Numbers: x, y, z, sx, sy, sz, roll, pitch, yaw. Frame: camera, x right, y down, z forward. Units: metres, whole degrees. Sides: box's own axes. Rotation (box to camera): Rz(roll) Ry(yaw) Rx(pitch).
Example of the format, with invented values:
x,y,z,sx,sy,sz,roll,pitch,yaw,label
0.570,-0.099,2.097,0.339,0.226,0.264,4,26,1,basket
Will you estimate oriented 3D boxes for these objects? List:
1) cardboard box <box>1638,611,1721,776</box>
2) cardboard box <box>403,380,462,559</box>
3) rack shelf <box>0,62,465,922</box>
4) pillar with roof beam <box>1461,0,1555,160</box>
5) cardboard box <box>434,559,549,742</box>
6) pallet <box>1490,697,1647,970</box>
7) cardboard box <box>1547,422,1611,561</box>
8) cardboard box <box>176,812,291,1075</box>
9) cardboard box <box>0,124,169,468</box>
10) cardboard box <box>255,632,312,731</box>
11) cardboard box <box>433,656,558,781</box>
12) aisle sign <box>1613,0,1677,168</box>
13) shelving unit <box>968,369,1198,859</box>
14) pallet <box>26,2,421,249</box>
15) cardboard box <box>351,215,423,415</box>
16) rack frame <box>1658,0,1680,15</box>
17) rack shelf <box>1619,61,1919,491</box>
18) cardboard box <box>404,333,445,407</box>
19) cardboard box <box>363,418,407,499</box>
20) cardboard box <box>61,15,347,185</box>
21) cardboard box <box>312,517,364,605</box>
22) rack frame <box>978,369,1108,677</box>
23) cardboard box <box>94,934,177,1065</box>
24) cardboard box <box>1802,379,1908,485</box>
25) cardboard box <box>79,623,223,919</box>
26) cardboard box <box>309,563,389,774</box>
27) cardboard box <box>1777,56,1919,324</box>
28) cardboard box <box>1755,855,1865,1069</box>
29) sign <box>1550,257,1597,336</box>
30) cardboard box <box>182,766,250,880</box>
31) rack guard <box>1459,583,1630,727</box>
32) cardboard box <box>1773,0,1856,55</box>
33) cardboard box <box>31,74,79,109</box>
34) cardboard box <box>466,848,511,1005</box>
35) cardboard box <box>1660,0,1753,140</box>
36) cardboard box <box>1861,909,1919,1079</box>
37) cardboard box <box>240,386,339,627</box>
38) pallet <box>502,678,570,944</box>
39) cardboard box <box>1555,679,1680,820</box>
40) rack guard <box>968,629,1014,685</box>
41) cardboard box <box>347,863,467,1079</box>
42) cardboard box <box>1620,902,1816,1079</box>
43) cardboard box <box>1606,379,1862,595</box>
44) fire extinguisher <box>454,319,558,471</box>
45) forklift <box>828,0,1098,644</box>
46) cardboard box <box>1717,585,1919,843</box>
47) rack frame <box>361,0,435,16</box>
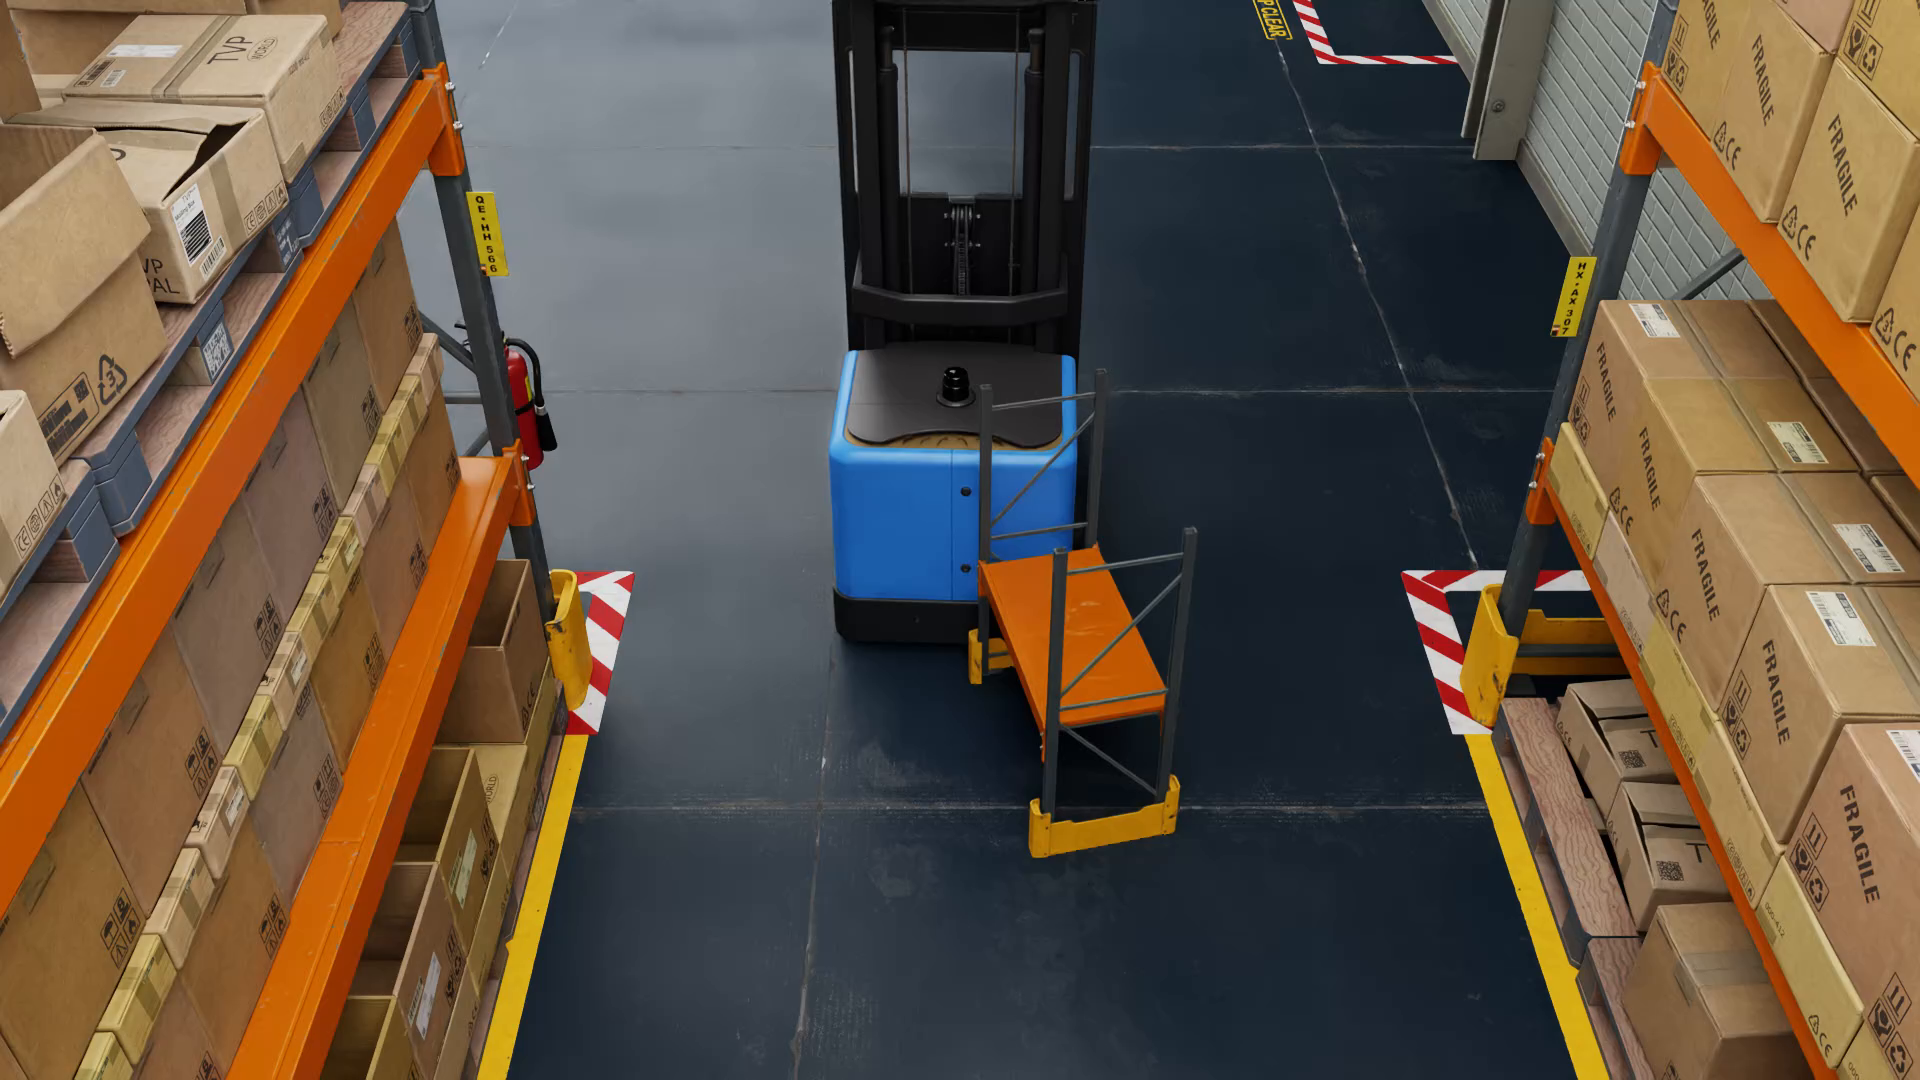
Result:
x,y,z,sx,sy,sz,roll,pitch,yaw,label
2.450,0.462,5.125,0.500,0.250,0.500,-1,39,-1,cardboard box
-2.209,-0.279,5.865,0.700,0.500,0.500,0,39,0,cardboard box
-2.194,-0.171,3.987,1.077,0.370,4.000,0,39,0,rack shelf
-0.689,-6.191,8.524,9.100,9.000,0.400,0,39,0,pillar with roof beam
-1.898,0.420,6.336,0.500,0.500,0.500,0,39,0,cardboard box
2.723,1.106,6.446,1.003,0.211,1.213,0,39,0,pallet
2.440,-0.181,5.927,0.500,0.250,0.500,-1,39,-1,cardboard box
-2.202,1.010,4.257,0.700,0.500,0.500,1,39,1,cardboard box
-2.067,-0.490,3.279,0.797,0.503,0.637,4,39,5,cardboard box
-2.001,0.385,4.518,0.380,0.149,0.250,-1,39,-1,cardboard box
-1.900,0.713,6.571,0.500,0.250,0.500,0,39,0,cardboard box
2.457,-1.597,5.511,0.394,0.787,0.004,0,39,0,aisle sign
0.443,0.283,6.443,0.587,1.500,1.083,-9,39,-10,shelving unit
-2.221,-1.226,4.798,1.003,0.211,1.213,0,39,0,pallet
-2.208,-0.752,5.418,0.700,0.500,0.500,0,39,0,cardboard box
2.757,-2.879,4.392,1.000,3.000,0.127,0,39,0,rack frame
2.760,-0.177,3.994,1.077,0.370,4.000,0,39,0,rack shelf
-2.005,-0.585,5.728,0.380,0.149,0.250,-1,39,-1,cardboard box
-2.003,-0.261,5.324,0.380,0.149,0.250,-1,39,-1,cardboard box
-1.931,-1.142,4.296,0.500,0.250,0.500,0,39,0,cardboard box
-2.004,0.060,4.923,0.380,0.149,0.250,1,39,1,cardboard box
0.322,-0.032,6.836,0.500,1.500,0.032,-9,39,-10,rack frame
-2.002,1.027,3.717,0.380,0.149,0.250,0,39,0,cardboard box
2.961,-0.170,5.313,0.500,0.500,0.500,0,39,1,cardboard box
-2.200,0.518,3.833,0.700,0.500,0.500,0,39,0,cardboard box
-2.208,0.360,5.067,0.700,0.500,0.500,0,39,0,cardboard box
2.477,-0.885,4.207,0.500,0.500,0.500,2,39,2,cardboard box
2.450,1.092,4.338,0.500,0.250,0.500,0,39,0,cardboard box
2.215,-0.875,5.996,0.100,0.325,0.005,0,39,0,sign
-2.004,0.704,4.120,0.380,0.149,0.250,-1,39,-1,cardboard box
2.757,0.485,6.990,1.175,0.500,0.348,0,39,0,rack guard
2.465,-1.590,4.287,0.500,0.500,0.500,0,39,-1,cardboard box
-2.371,-1.087,4.308,0.380,0.149,0.250,0,39,0,cardboard box
-1.885,1.338,5.790,0.500,0.250,0.500,0,39,0,cardboard box
2.508,-1.546,5.031,0.500,0.500,0.500,1,39,1,cardboard box
2.446,1.114,3.711,0.500,0.500,0.500,0,39,0,cardboard box
-2.201,-0.108,4.614,0.700,0.500,0.500,0,39,0,cardboard box
-2.154,1.035,6.536,1.003,0.211,1.213,0,39,0,pallet
2.668,0.773,6.431,0.500,0.311,0.500,-4,39,-5,cardboard box
0.326,0.468,7.212,0.587,0.250,0.087,-9,39,-10,rack guard
-1.883,1.358,5.166,0.500,0.500,0.500,0,39,0,cardboard box
2.620,1.514,5.354,0.700,0.500,0.500,-2,39,-3,cardboard box
2.448,-0.172,5.315,0.500,0.500,0.500,0,39,0,cardboard box
-1.732,-0.576,6.377,0.296,0.674,0.183,0,39,0,fire extinguisher
0.029,-1.577,7.620,1.130,2.935,3.031,2,39,2,forklift
2.455,0.474,4.509,0.500,0.500,0.500,1,39,1,cardboard box
-2.196,-2.873,4.384,1.000,3.000,0.127,0,39,0,rack frame
